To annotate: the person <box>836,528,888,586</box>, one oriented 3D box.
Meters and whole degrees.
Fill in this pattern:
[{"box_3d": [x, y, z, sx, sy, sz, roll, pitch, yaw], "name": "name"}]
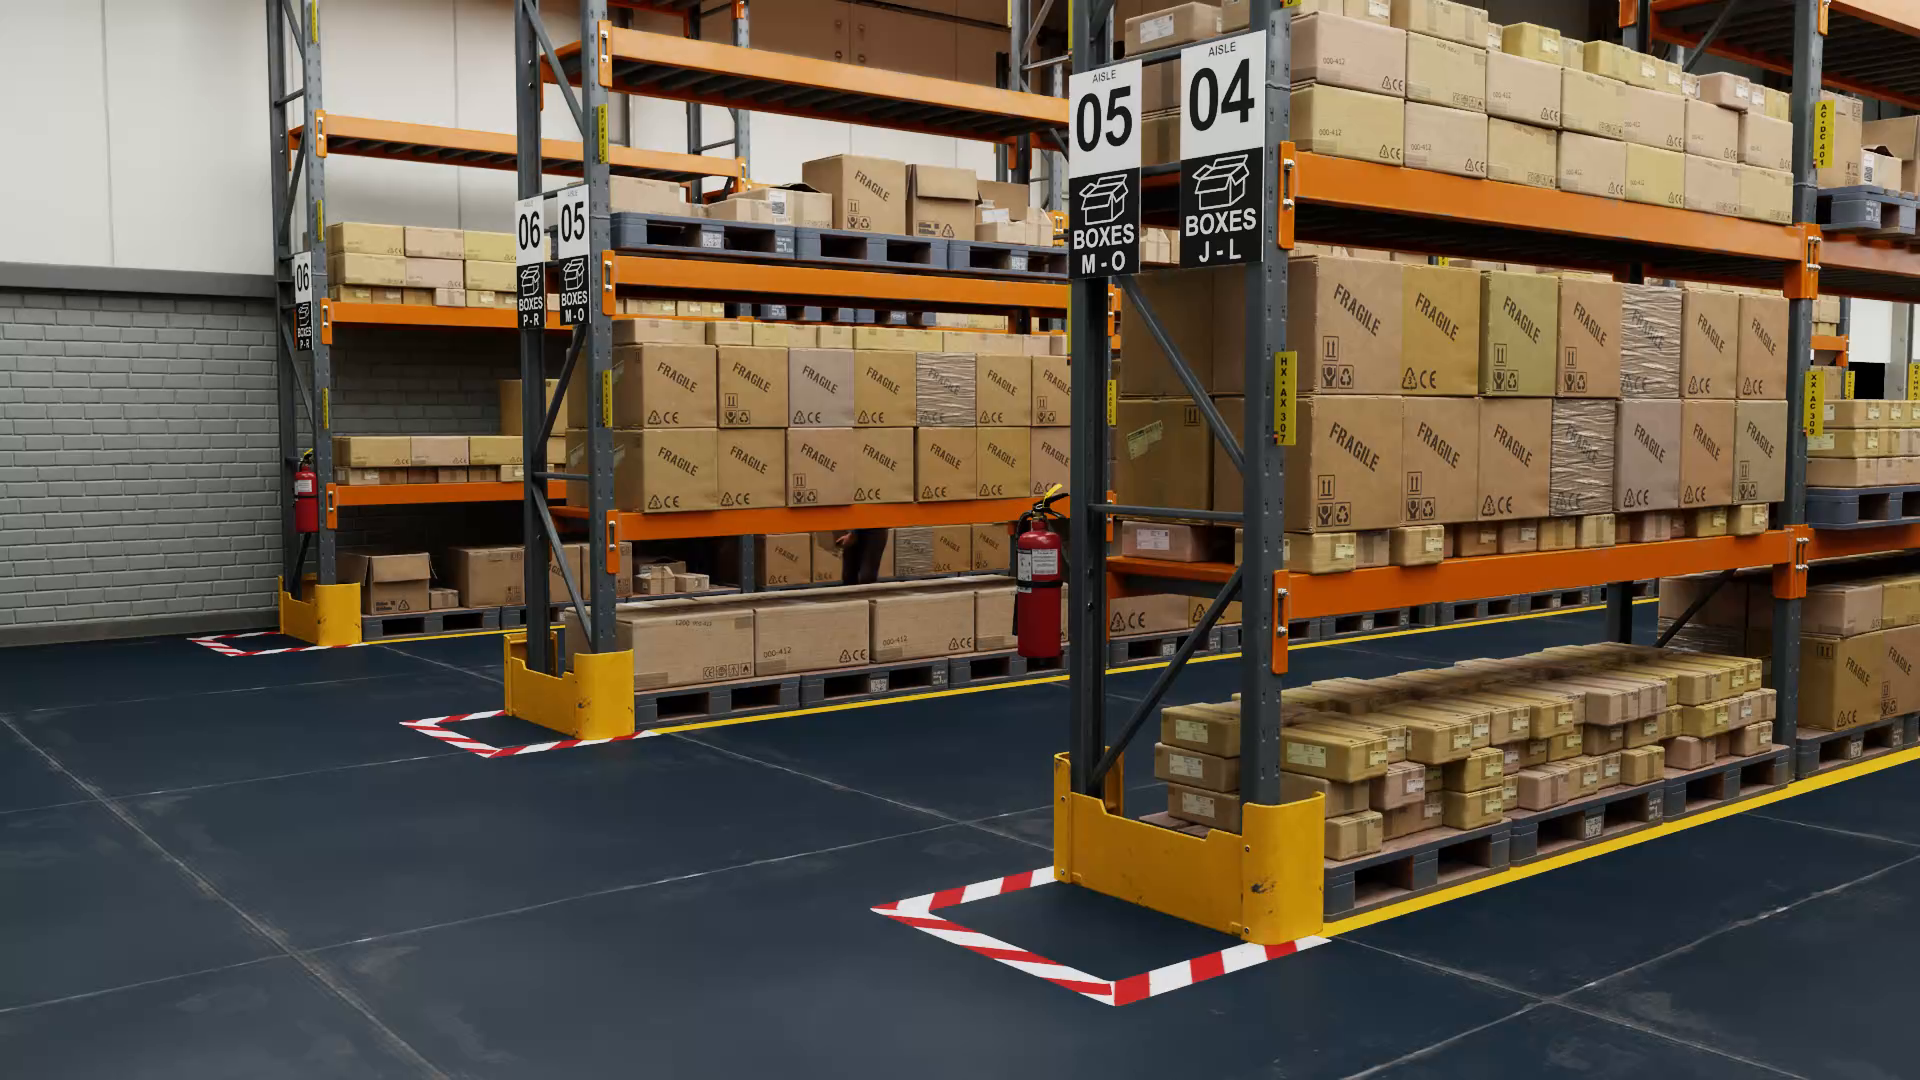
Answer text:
[{"box_3d": [-0.908, -0.037, 14.397, 0.572, 1.691, 0.479, -4, 6, -40], "name": "person"}]
